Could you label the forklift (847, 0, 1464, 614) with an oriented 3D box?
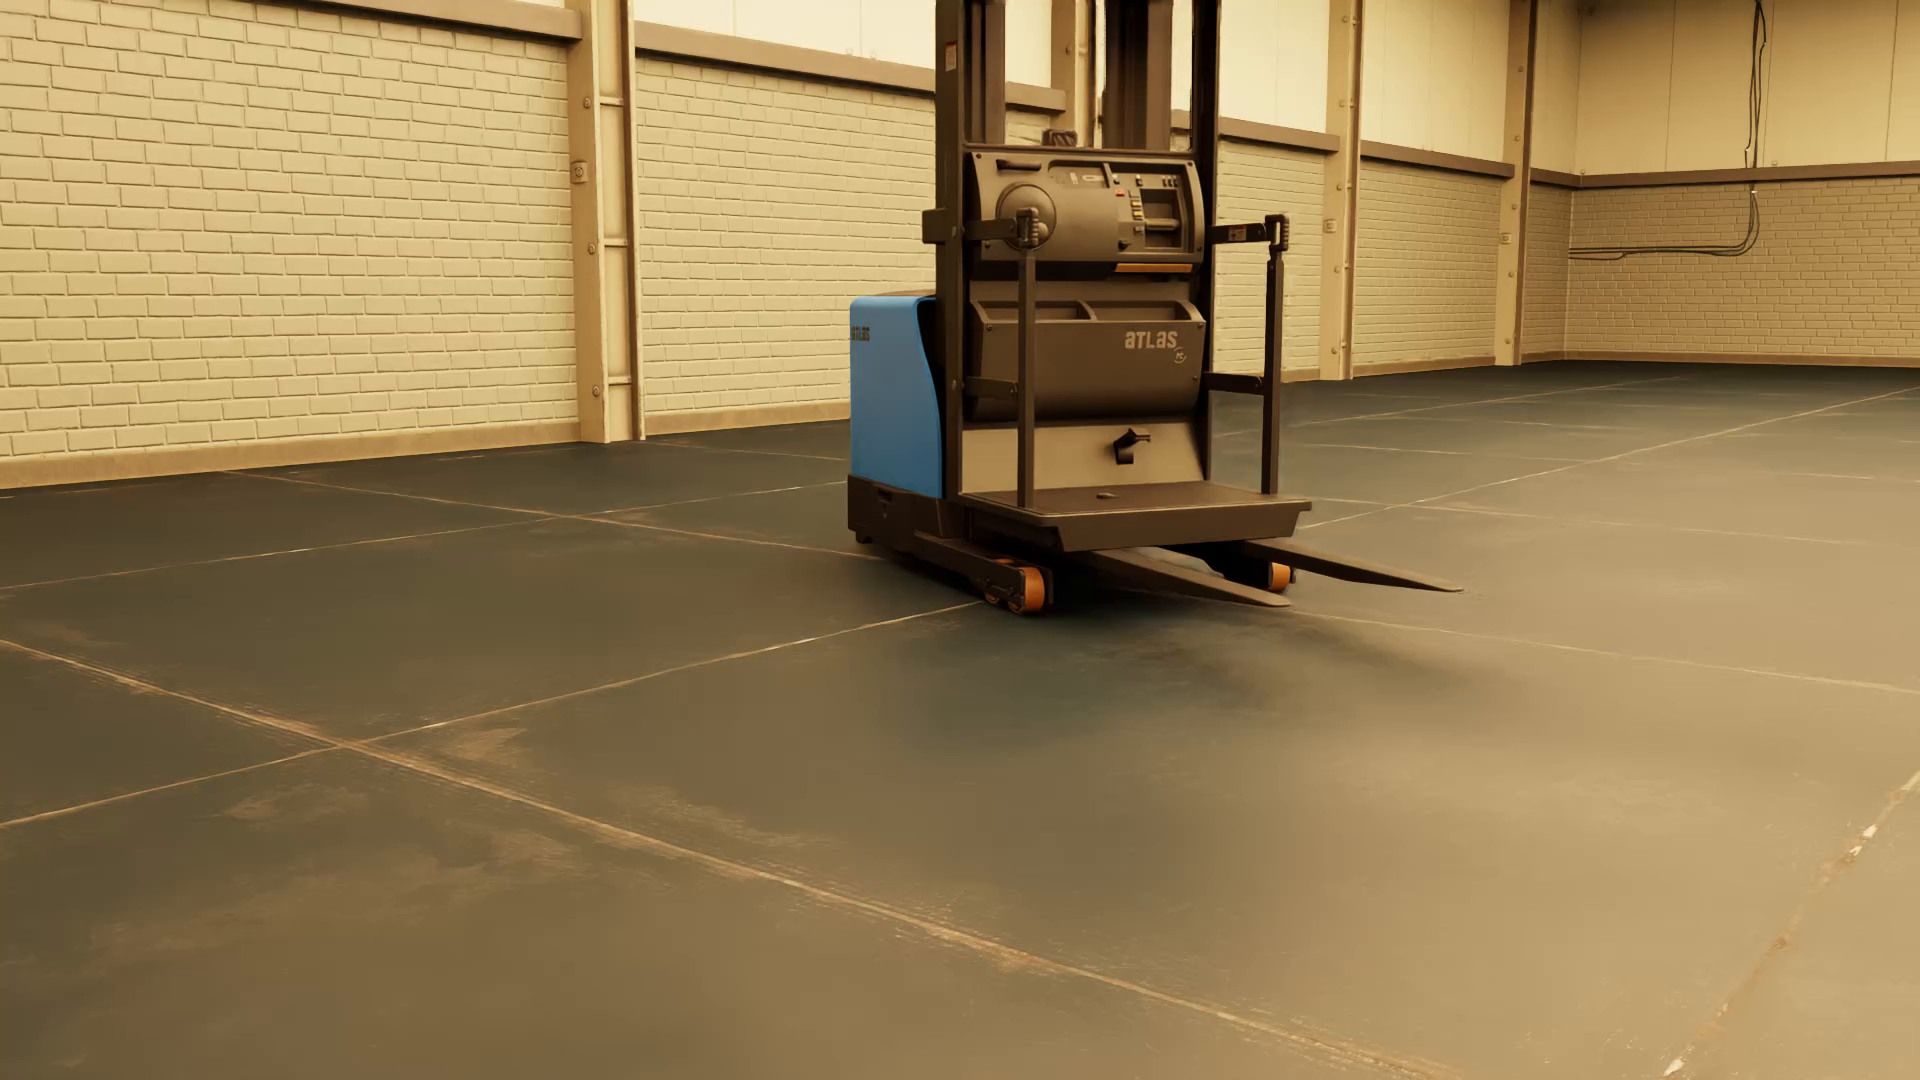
[{"bbox_3d":[0.568,-1.268,5.945,1.130,2.935,3.031,-4,9,-24],"label":"forklift"}]
